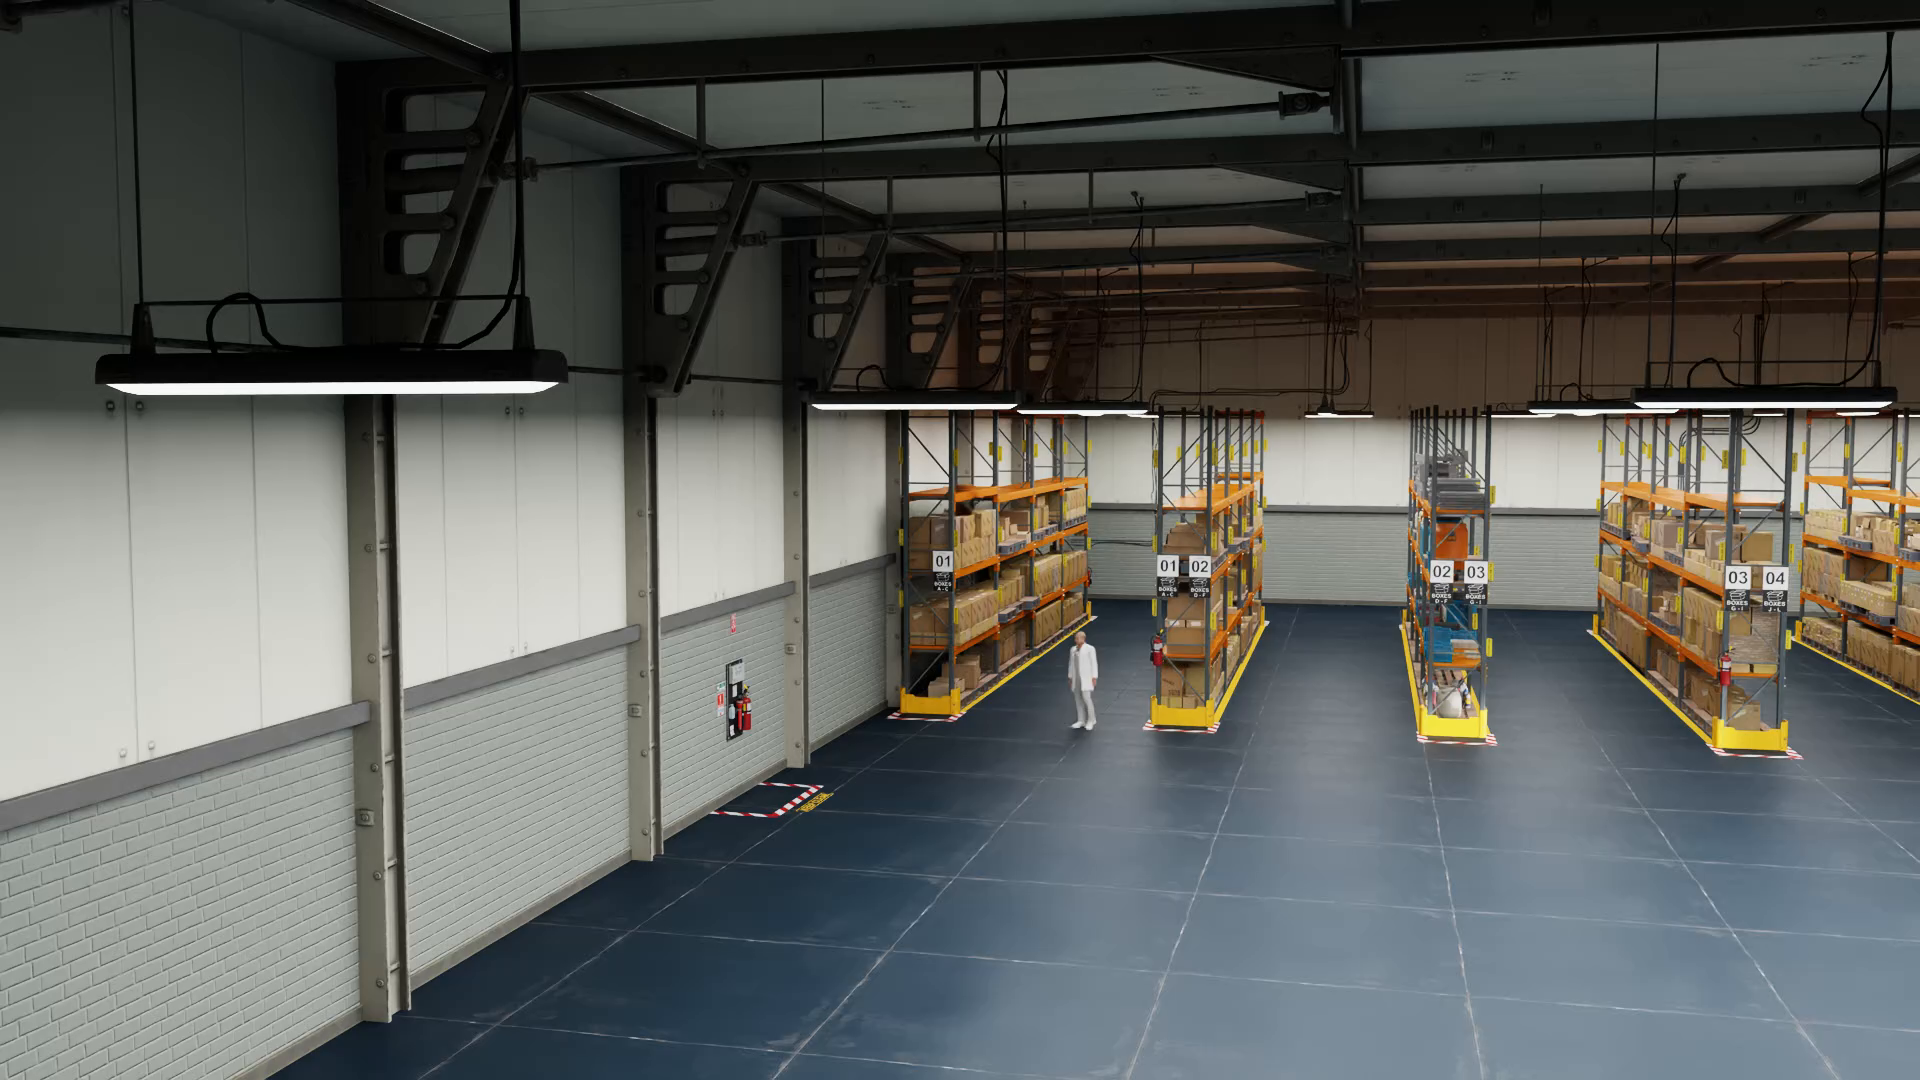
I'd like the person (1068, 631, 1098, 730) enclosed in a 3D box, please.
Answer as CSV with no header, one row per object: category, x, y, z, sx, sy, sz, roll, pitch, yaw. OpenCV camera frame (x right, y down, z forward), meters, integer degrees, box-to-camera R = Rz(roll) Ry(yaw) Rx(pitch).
person,2.259,2.620,30.998,0.636,1.826,0.423,4,5,41
